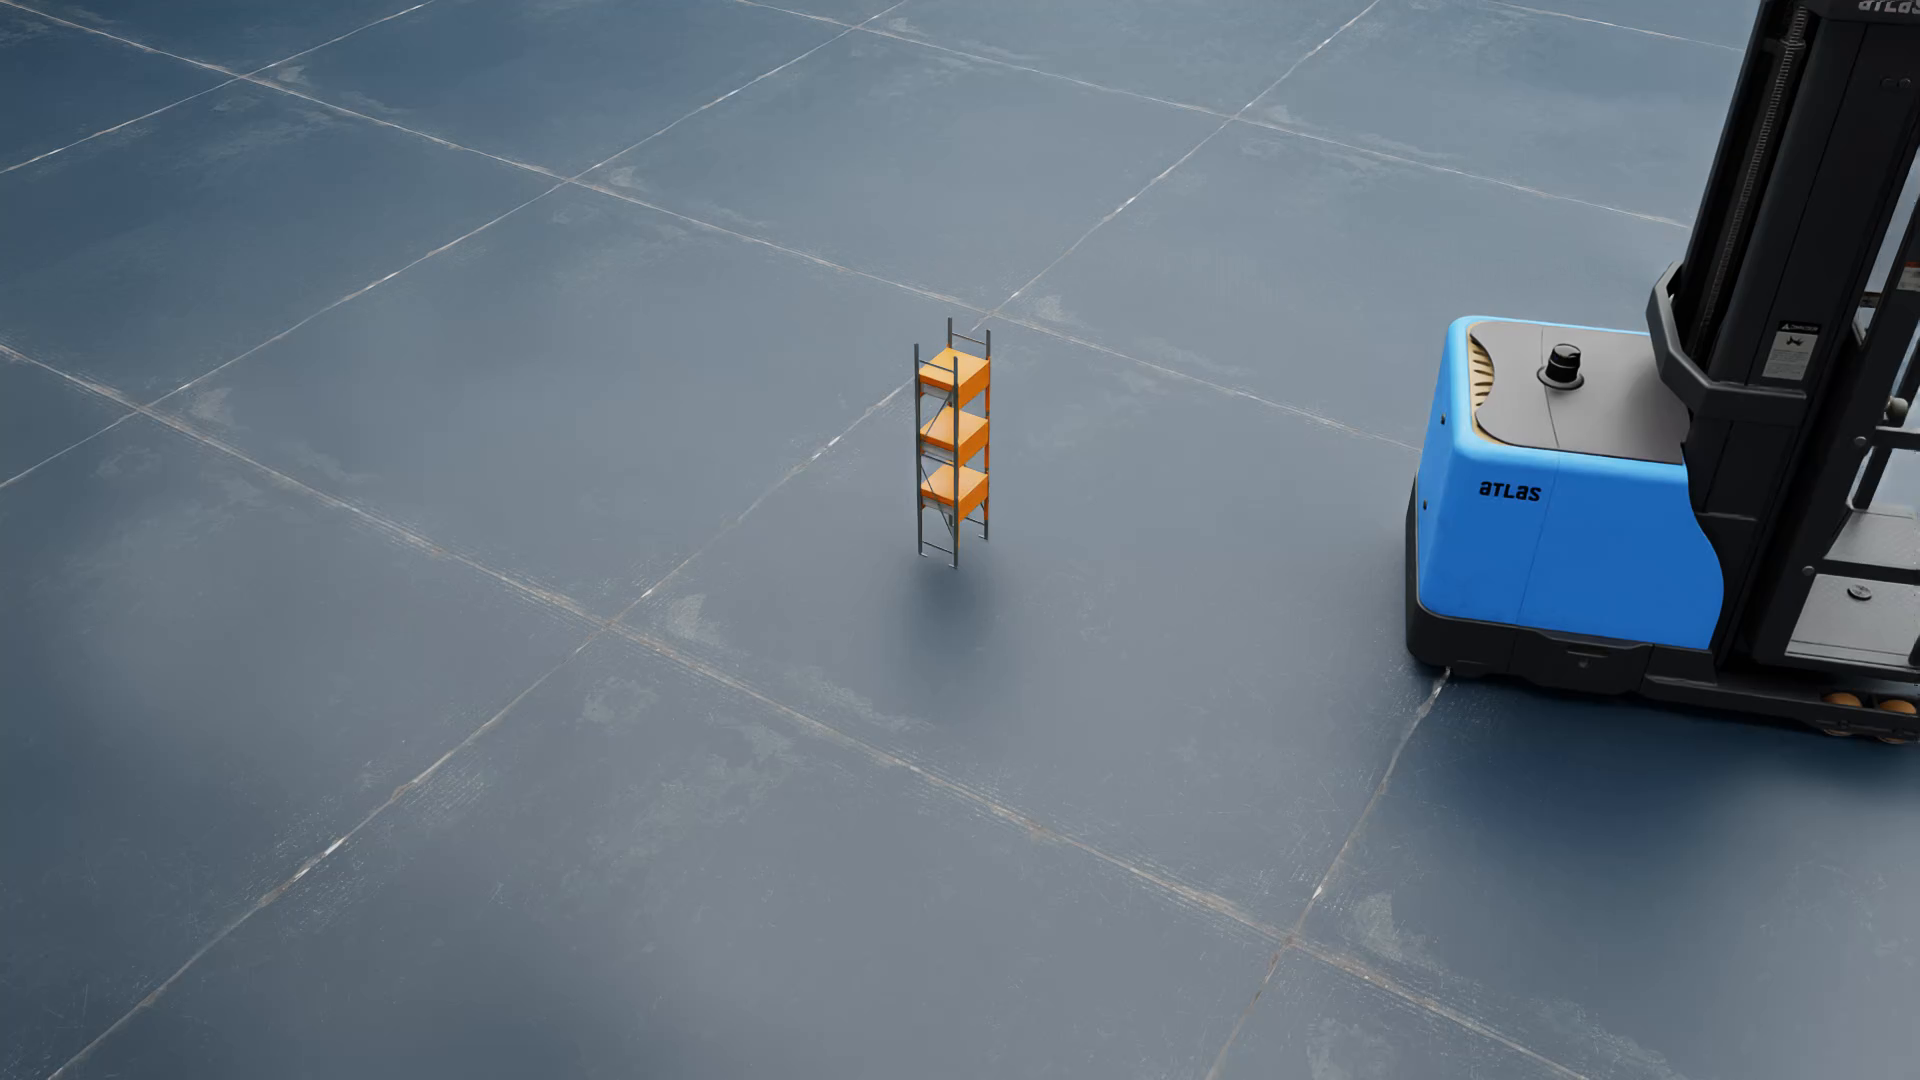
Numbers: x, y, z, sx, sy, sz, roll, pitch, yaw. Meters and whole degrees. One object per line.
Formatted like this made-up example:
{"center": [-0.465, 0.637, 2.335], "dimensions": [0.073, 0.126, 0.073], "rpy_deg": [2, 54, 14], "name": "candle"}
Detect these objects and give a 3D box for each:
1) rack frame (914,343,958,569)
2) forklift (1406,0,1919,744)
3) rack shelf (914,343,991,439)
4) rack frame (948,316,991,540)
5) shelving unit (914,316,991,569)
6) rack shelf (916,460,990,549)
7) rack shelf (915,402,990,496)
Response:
{"center": [-0.094, -0.325, 6.812], "dimensions": [0.200, 1.050, 0.008], "rpy_deg": [21, 42, 25], "name": "rack frame"}
{"center": [3.339, -0.751, 5.824], "dimensions": [3.031, 2.935, 1.130], "rpy_deg": [7, 38, 9], "name": "forklift"}
{"center": [-0.029, -0.605, 6.727], "dimensions": [0.215, 0.259, 0.240], "rpy_deg": [21, 42, 25], "name": "rack shelf"}
{"center": [0.037, -0.451, 6.975], "dimensions": [0.200, 1.050, 0.008], "rpy_deg": [21, 42, 25], "name": "rack frame"}
{"center": [-0.029, -0.388, 6.894], "dimensions": [0.215, 1.050, 0.252], "rpy_deg": [21, 42, 25], "name": "shelving unit"}
{"center": [-0.029, -0.160, 7.070], "dimensions": [0.215, 0.259, 0.240], "rpy_deg": [21, 42, 25], "name": "rack shelf"}
{"center": [-0.029, -0.380, 6.900], "dimensions": [0.215, 0.259, 0.240], "rpy_deg": [21, 42, 25], "name": "rack shelf"}
